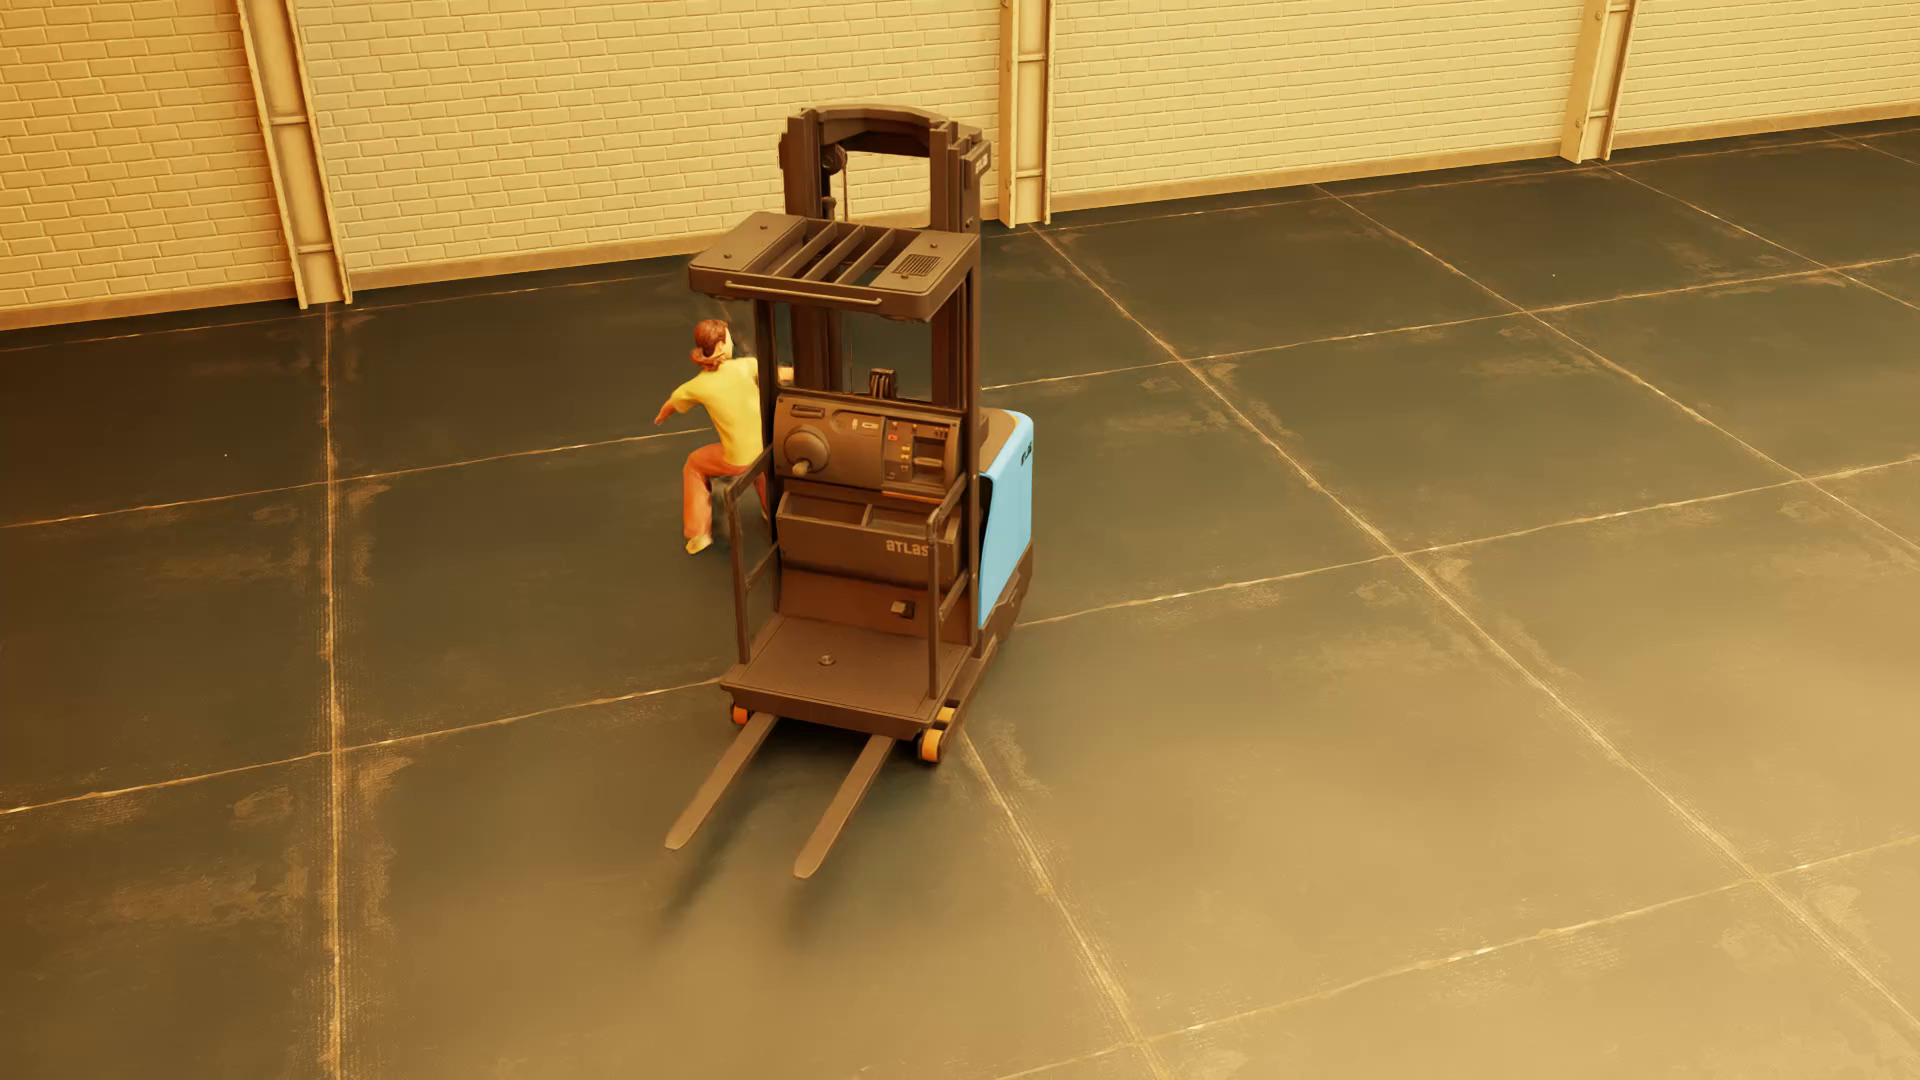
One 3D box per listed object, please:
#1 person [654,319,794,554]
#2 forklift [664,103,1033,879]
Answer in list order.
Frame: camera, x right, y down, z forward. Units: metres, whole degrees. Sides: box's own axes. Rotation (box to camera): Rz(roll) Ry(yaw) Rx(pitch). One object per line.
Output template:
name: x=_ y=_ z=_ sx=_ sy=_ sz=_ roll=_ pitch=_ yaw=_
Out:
person: x=-1.359 y=-0.640 z=9.754 sx=0.722 sy=1.417 sz=0.796 roll=-14 pitch=33 yaw=-22
forklift: x=-0.515 y=-0.406 z=7.792 sx=1.130 sy=2.935 sz=3.031 roll=9 pitch=31 yaw=15
